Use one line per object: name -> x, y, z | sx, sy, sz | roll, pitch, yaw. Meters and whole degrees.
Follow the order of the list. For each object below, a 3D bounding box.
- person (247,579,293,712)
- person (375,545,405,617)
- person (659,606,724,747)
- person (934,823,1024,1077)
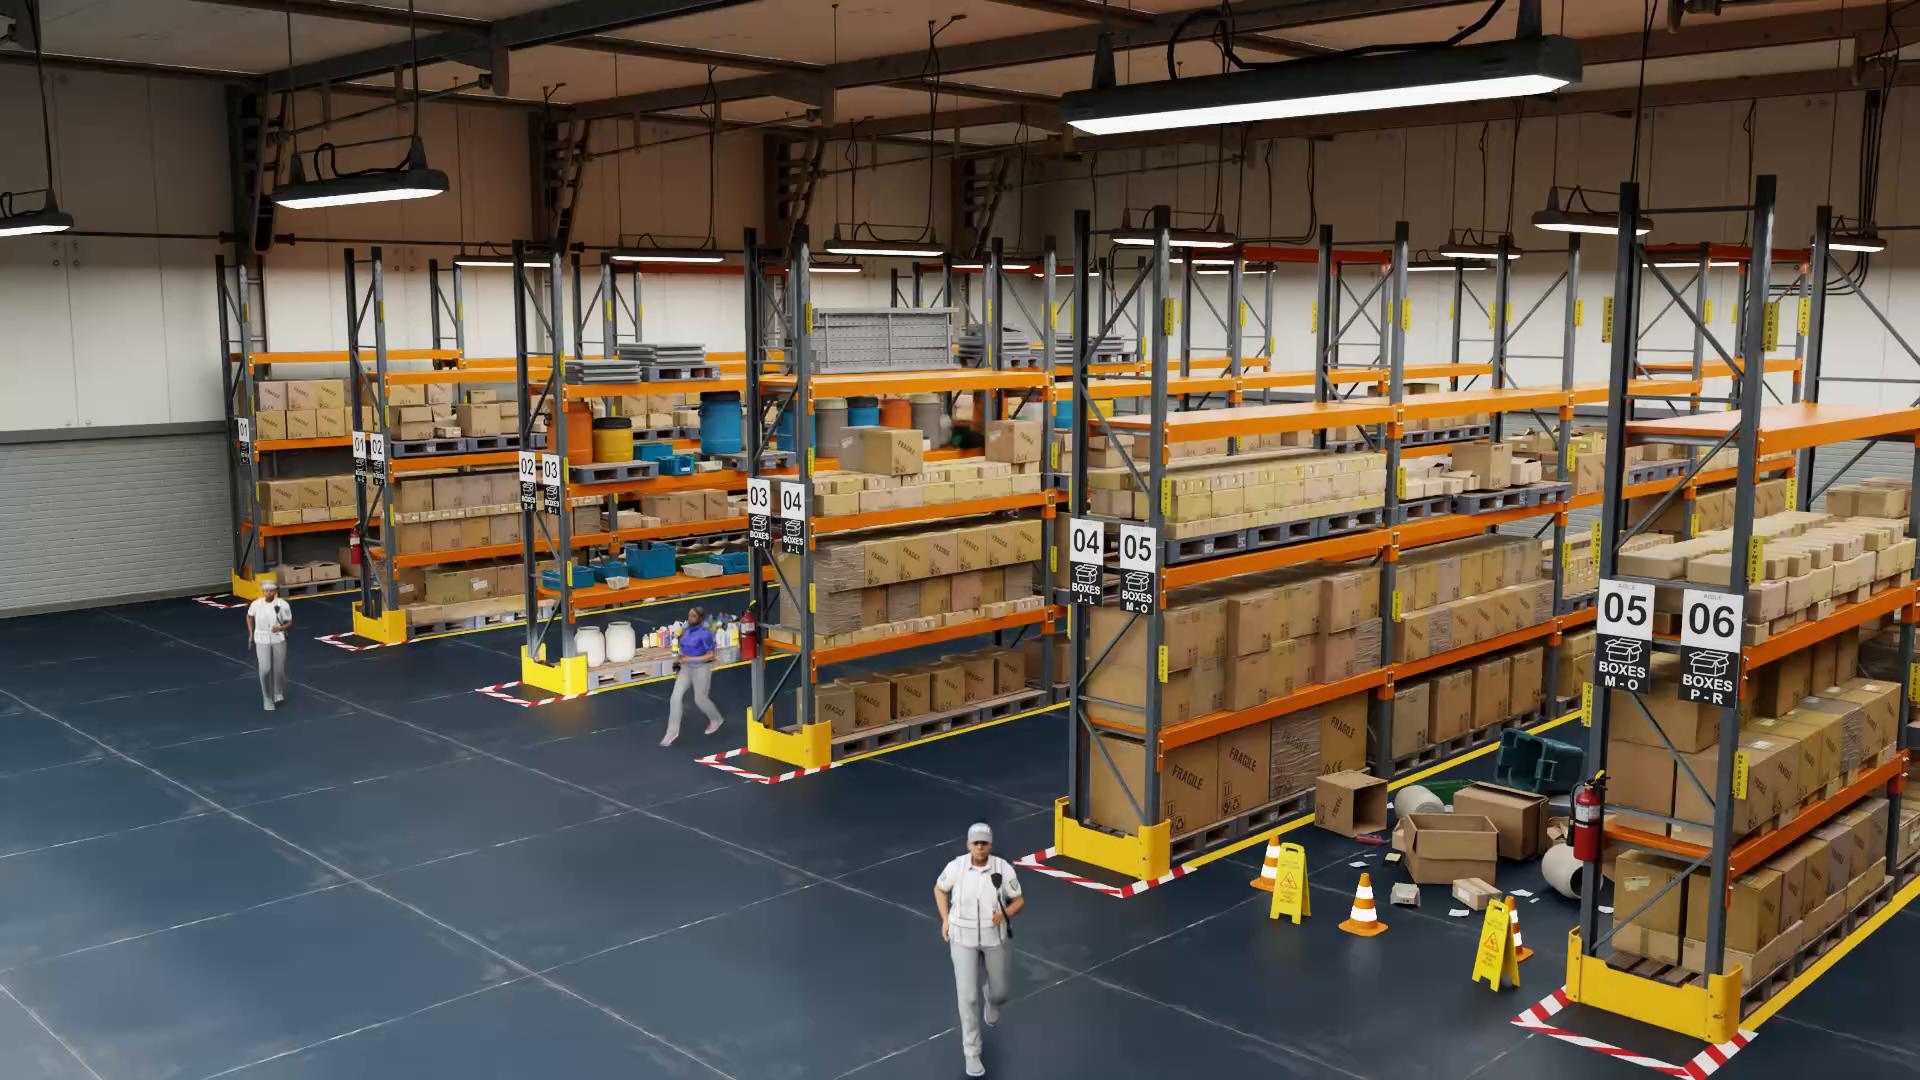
person -> -8.801, 1.338, 21.247 | 0.536, 1.726, 0.801 | -3, 9, -23
person -> -9.390, 0.467, 27.635 | 0.611, 1.598, 0.664 | 5, 10, 33
person -> -3.095, 1.589, 19.641 | 0.600, 1.673, 0.862 | 6, 10, 36
person -> 0.132, 2.745, 11.440 | 0.619, 1.638, 0.843 | 0, 8, -2
